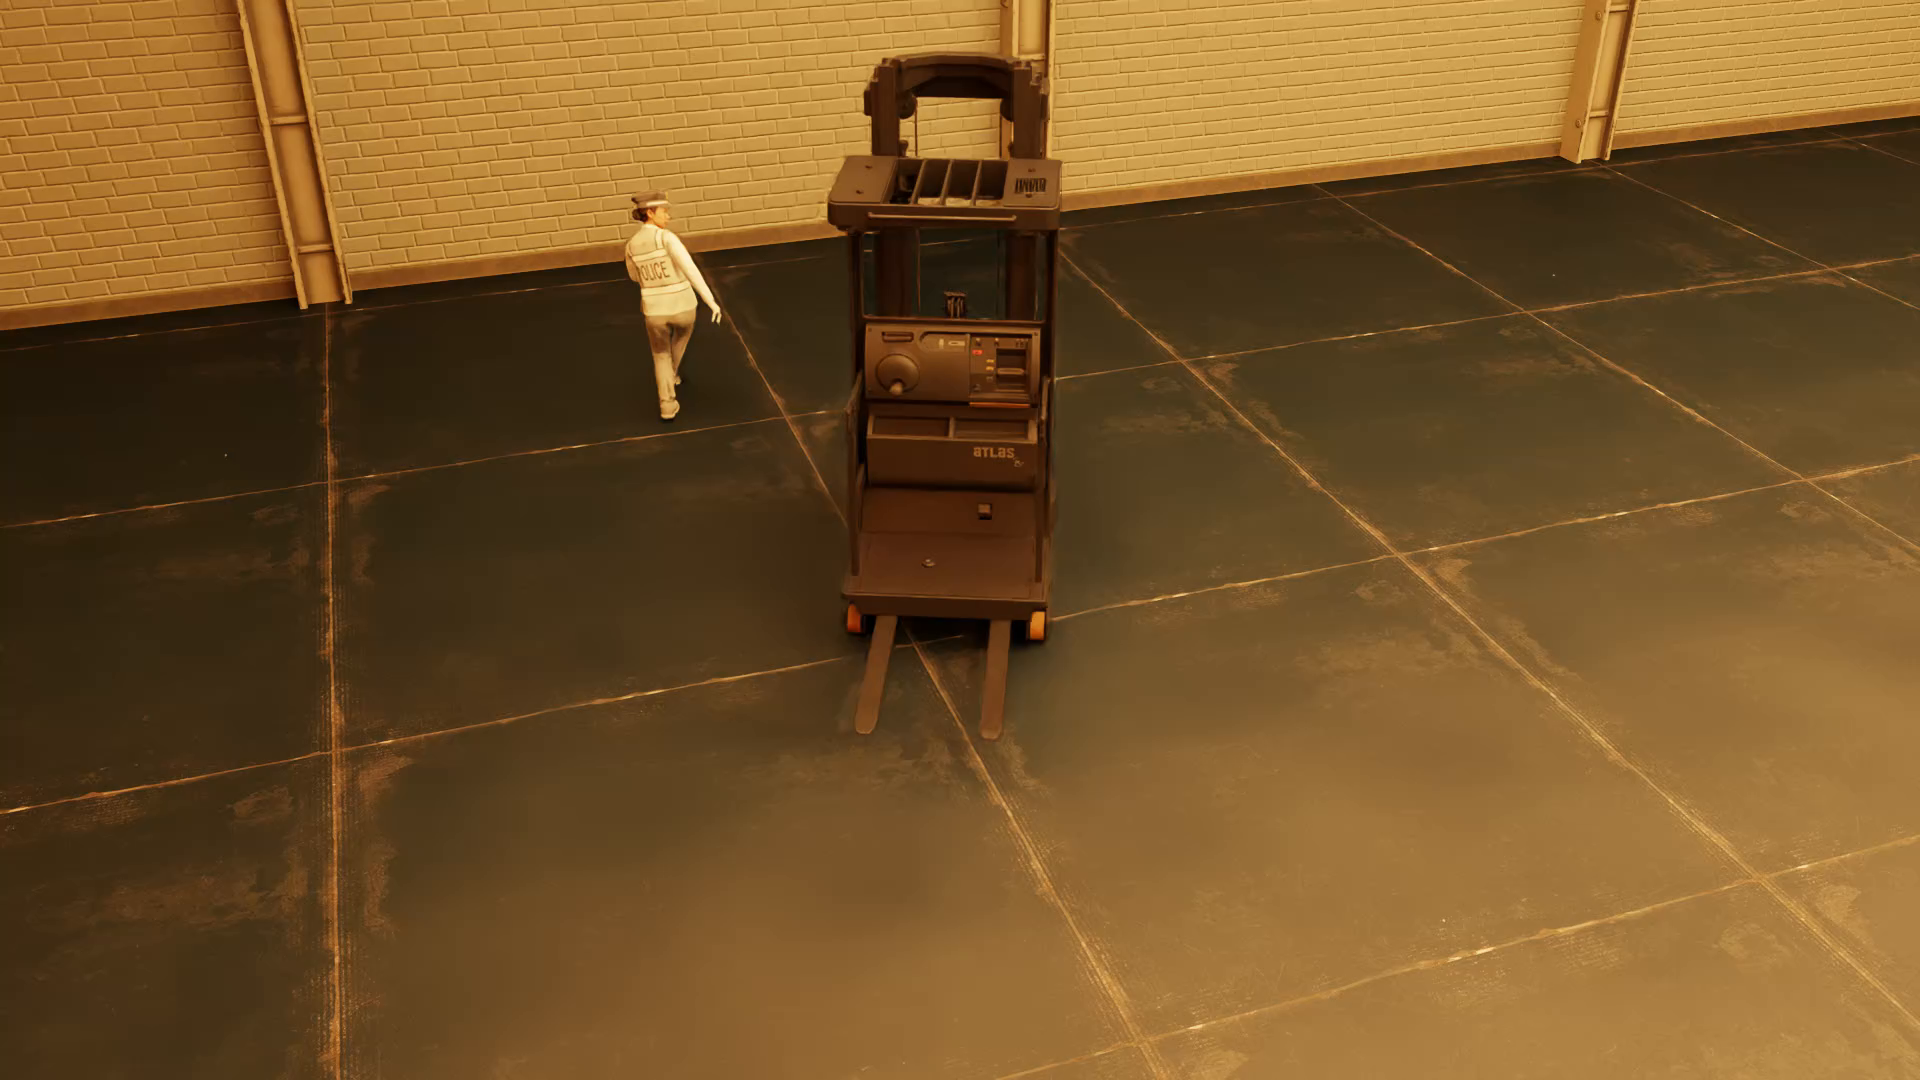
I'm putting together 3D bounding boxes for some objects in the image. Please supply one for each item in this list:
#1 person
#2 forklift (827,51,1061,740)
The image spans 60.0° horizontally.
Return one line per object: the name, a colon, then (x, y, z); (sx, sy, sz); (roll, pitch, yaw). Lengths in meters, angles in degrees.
person: (-1.917, -1.646, 11.363); (0.709, 1.535, 0.736); (3, 30, 5)
forklift: (-0.054, -0.892, 8.638); (1.130, 2.935, 3.031); (2, 30, 4)
